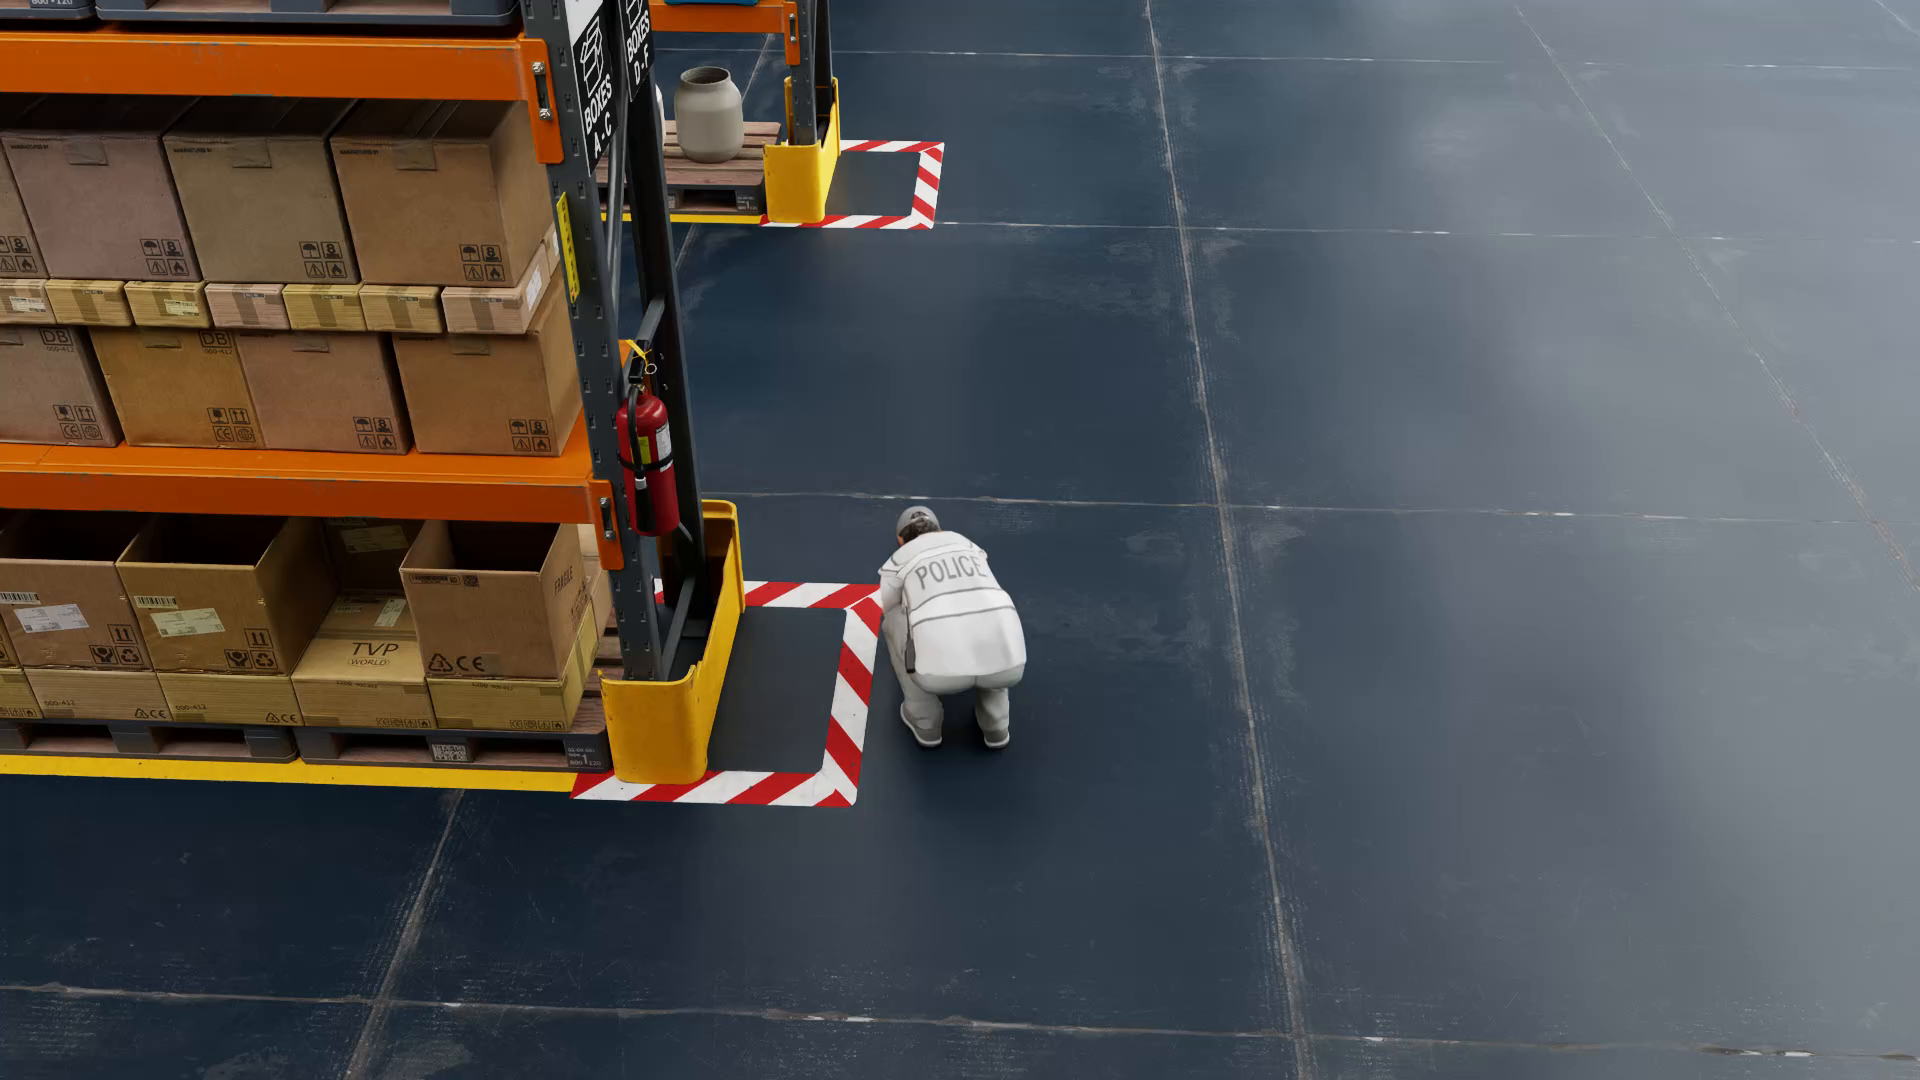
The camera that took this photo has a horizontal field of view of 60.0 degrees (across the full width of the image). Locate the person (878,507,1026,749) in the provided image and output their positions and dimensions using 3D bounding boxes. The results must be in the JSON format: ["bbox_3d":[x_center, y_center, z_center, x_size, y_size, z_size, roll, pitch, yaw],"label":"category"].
[{"bbox_3d":[-0.045,0.369,6.440,0.496,0.753,0.934,-8,37,-10],"label":"person"}]
